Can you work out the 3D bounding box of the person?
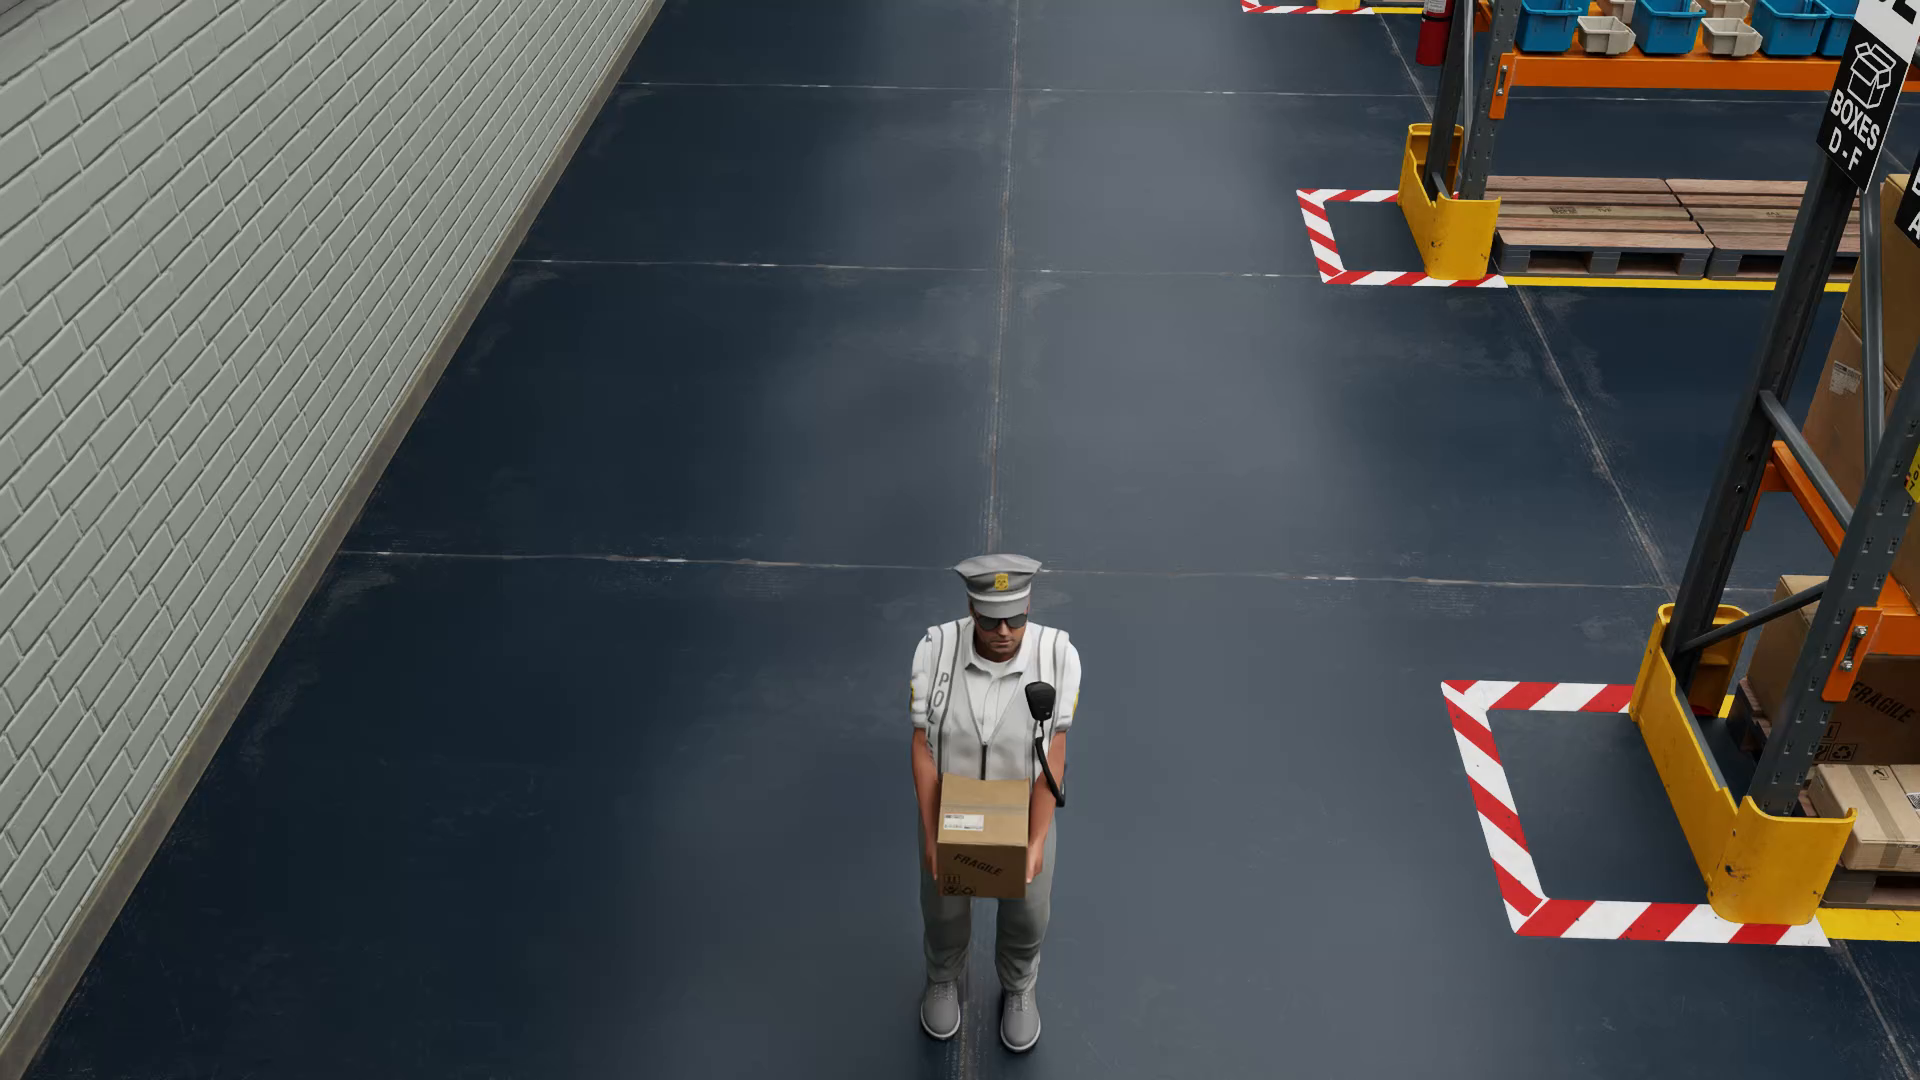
[{"bbox_3d":[0.093,0.837,4.953,0.493,1.769,0.564,2,36,3],"label":"person"}]
